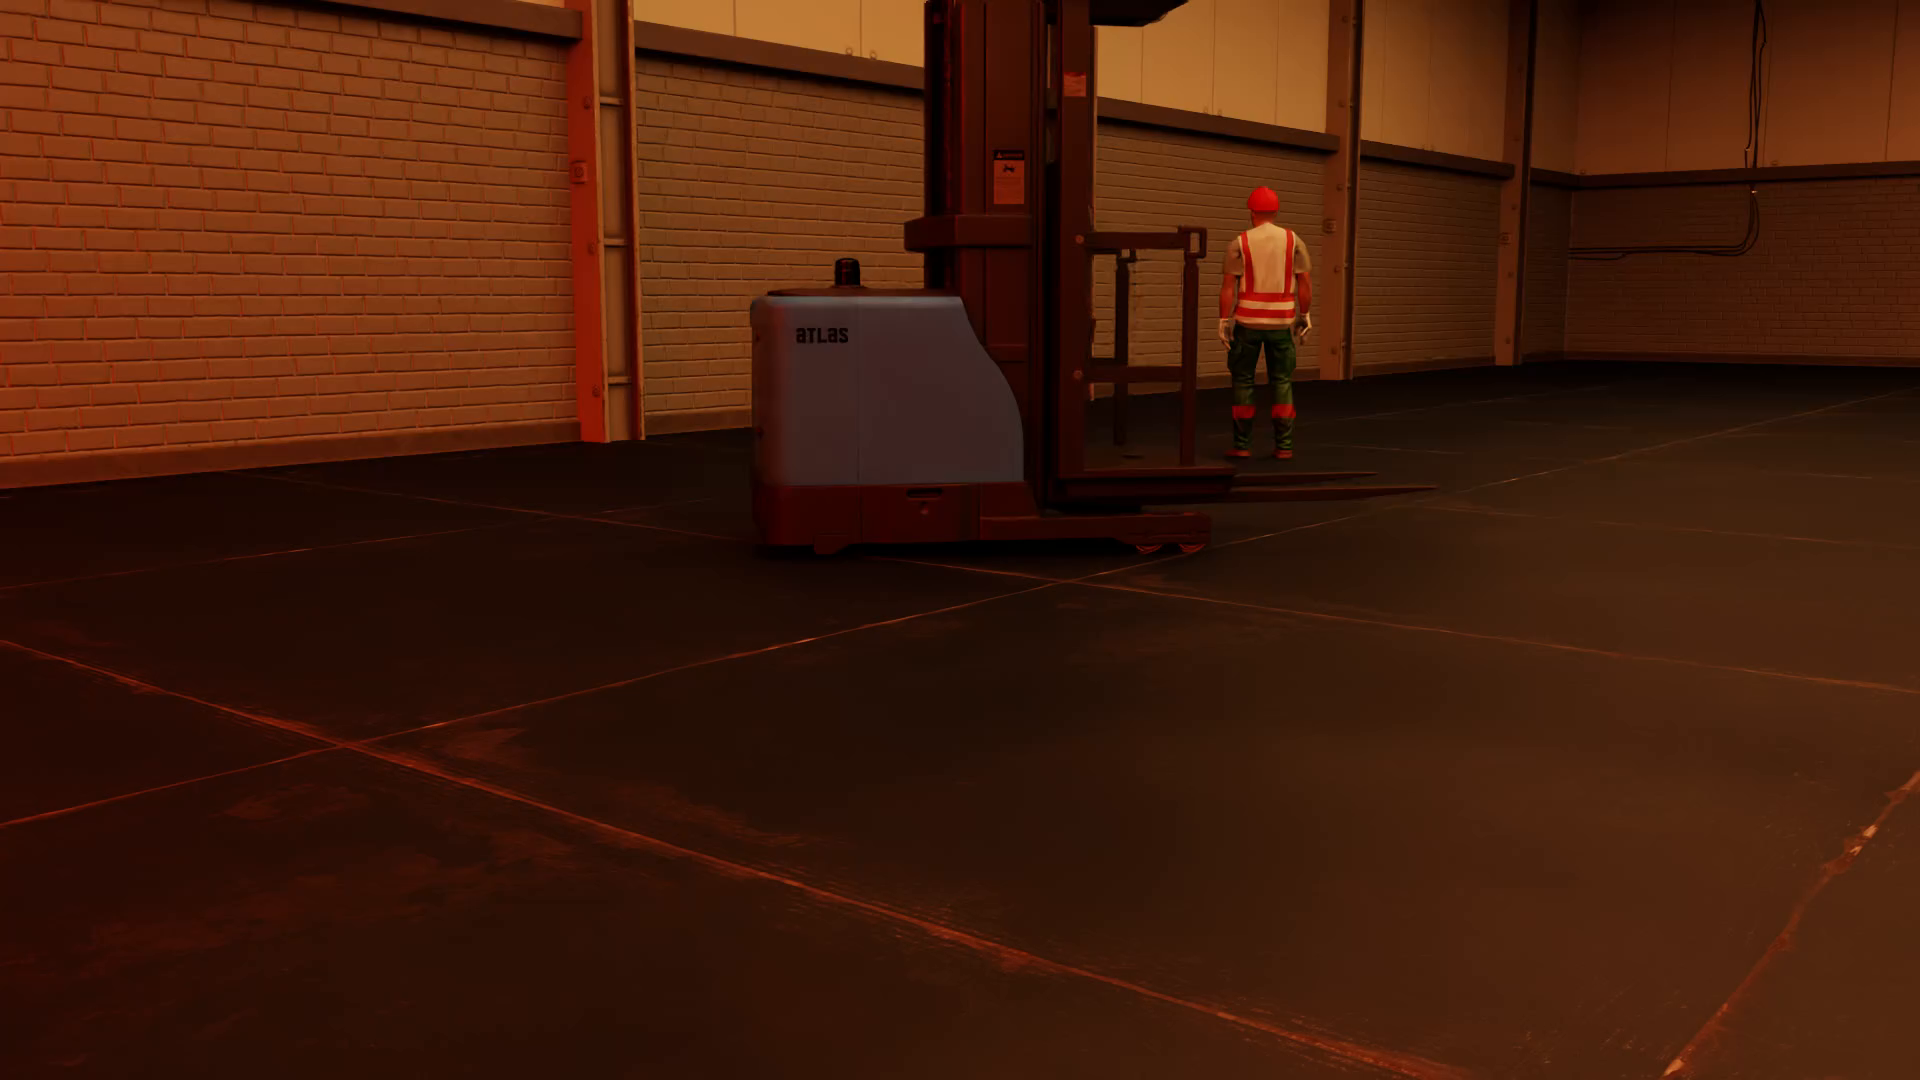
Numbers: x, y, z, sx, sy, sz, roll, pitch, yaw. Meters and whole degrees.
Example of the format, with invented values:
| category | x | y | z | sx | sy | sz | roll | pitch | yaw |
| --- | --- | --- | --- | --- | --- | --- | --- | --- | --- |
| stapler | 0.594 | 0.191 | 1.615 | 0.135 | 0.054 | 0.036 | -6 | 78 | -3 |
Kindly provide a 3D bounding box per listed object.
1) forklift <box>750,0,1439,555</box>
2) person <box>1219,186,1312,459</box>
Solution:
| category | x | y | z | sx | sy | sz | roll | pitch | yaw |
| --- | --- | --- | --- | --- | --- | --- | --- | --- | --- |
| forklift | 0.609 | -1.471 | 7.332 | 3.031 | 2.935 | 1.130 | -2 | 8 | -11 |
| person | 2.017 | -1.428 | 11.055 | 0.632 | 1.806 | 0.489 | 0 | 8 | 0 |
